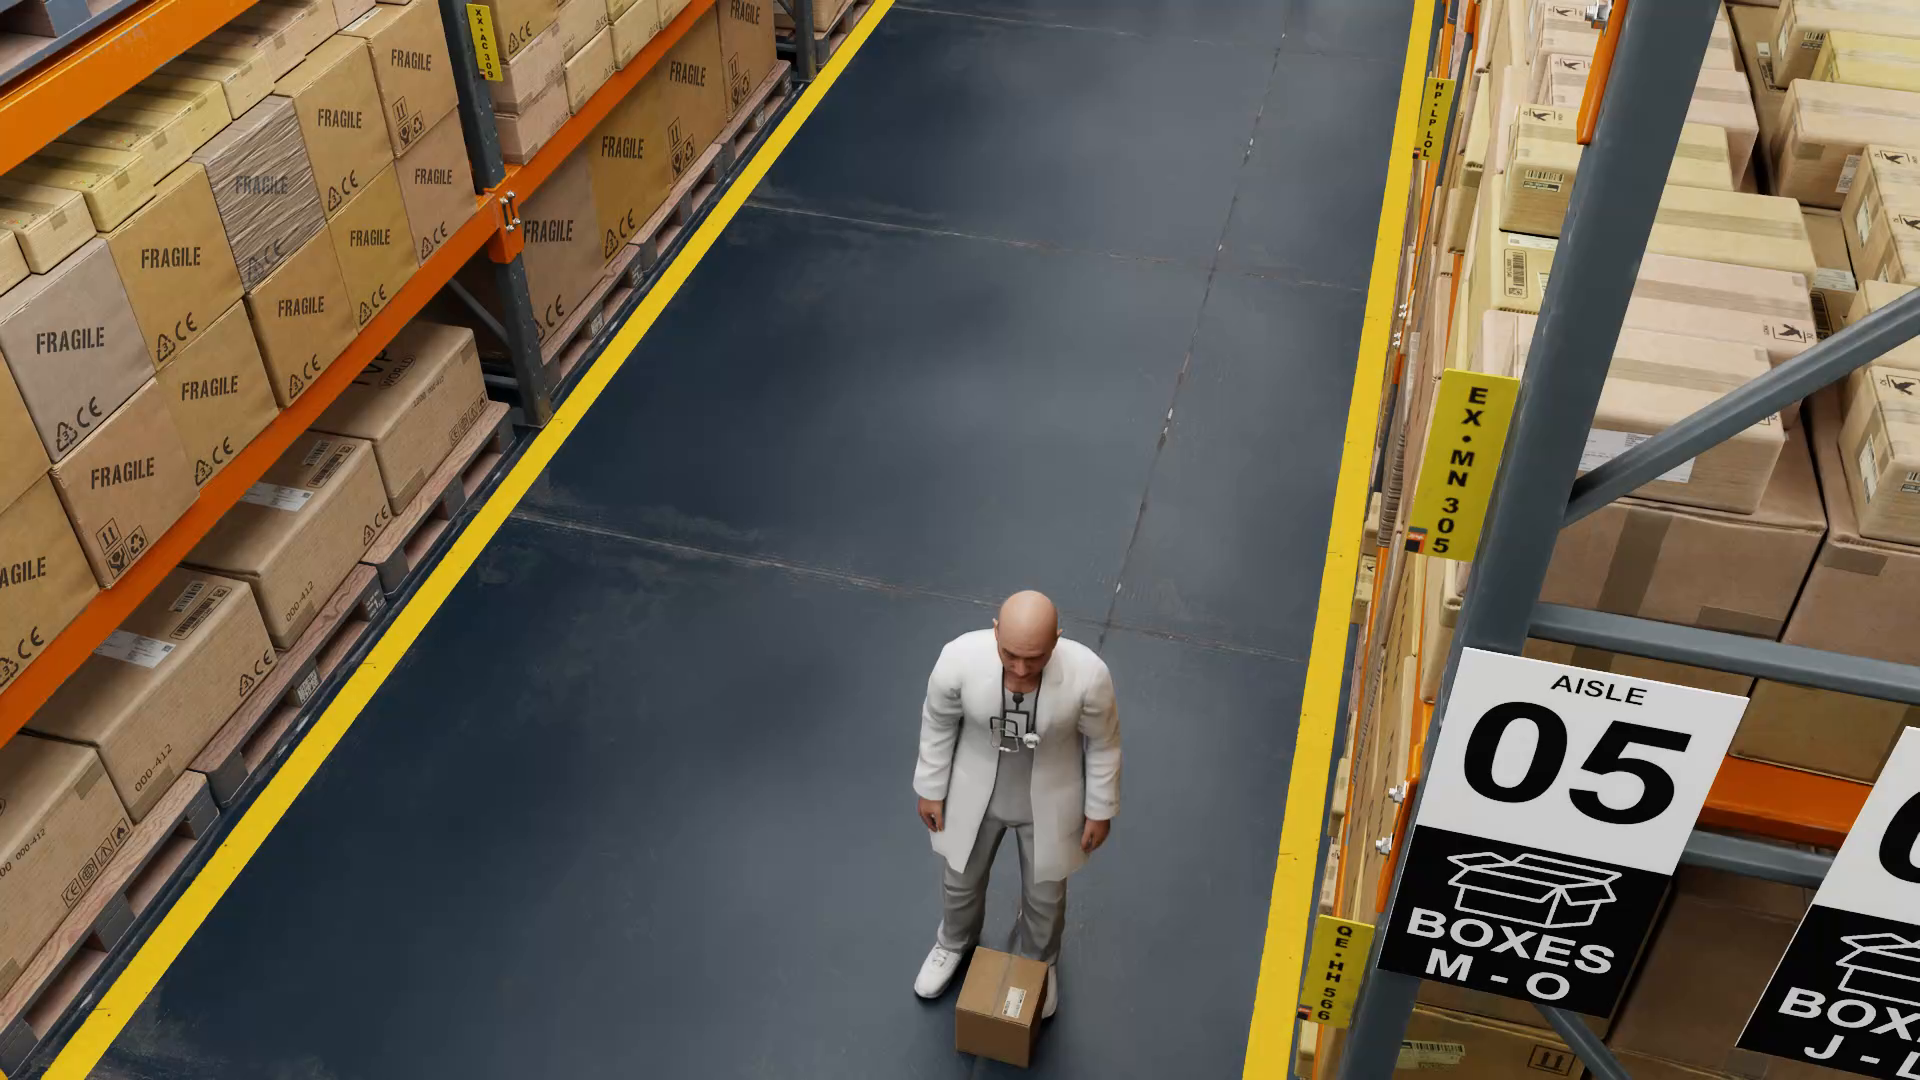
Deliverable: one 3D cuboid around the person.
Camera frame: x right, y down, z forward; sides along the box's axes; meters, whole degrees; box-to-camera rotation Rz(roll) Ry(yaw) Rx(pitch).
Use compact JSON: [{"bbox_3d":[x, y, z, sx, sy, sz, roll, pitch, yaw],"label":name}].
[{"bbox_3d":[0.177,0.812,5.217,0.653,1.774,0.425,7,41,8],"label":"person"}]
